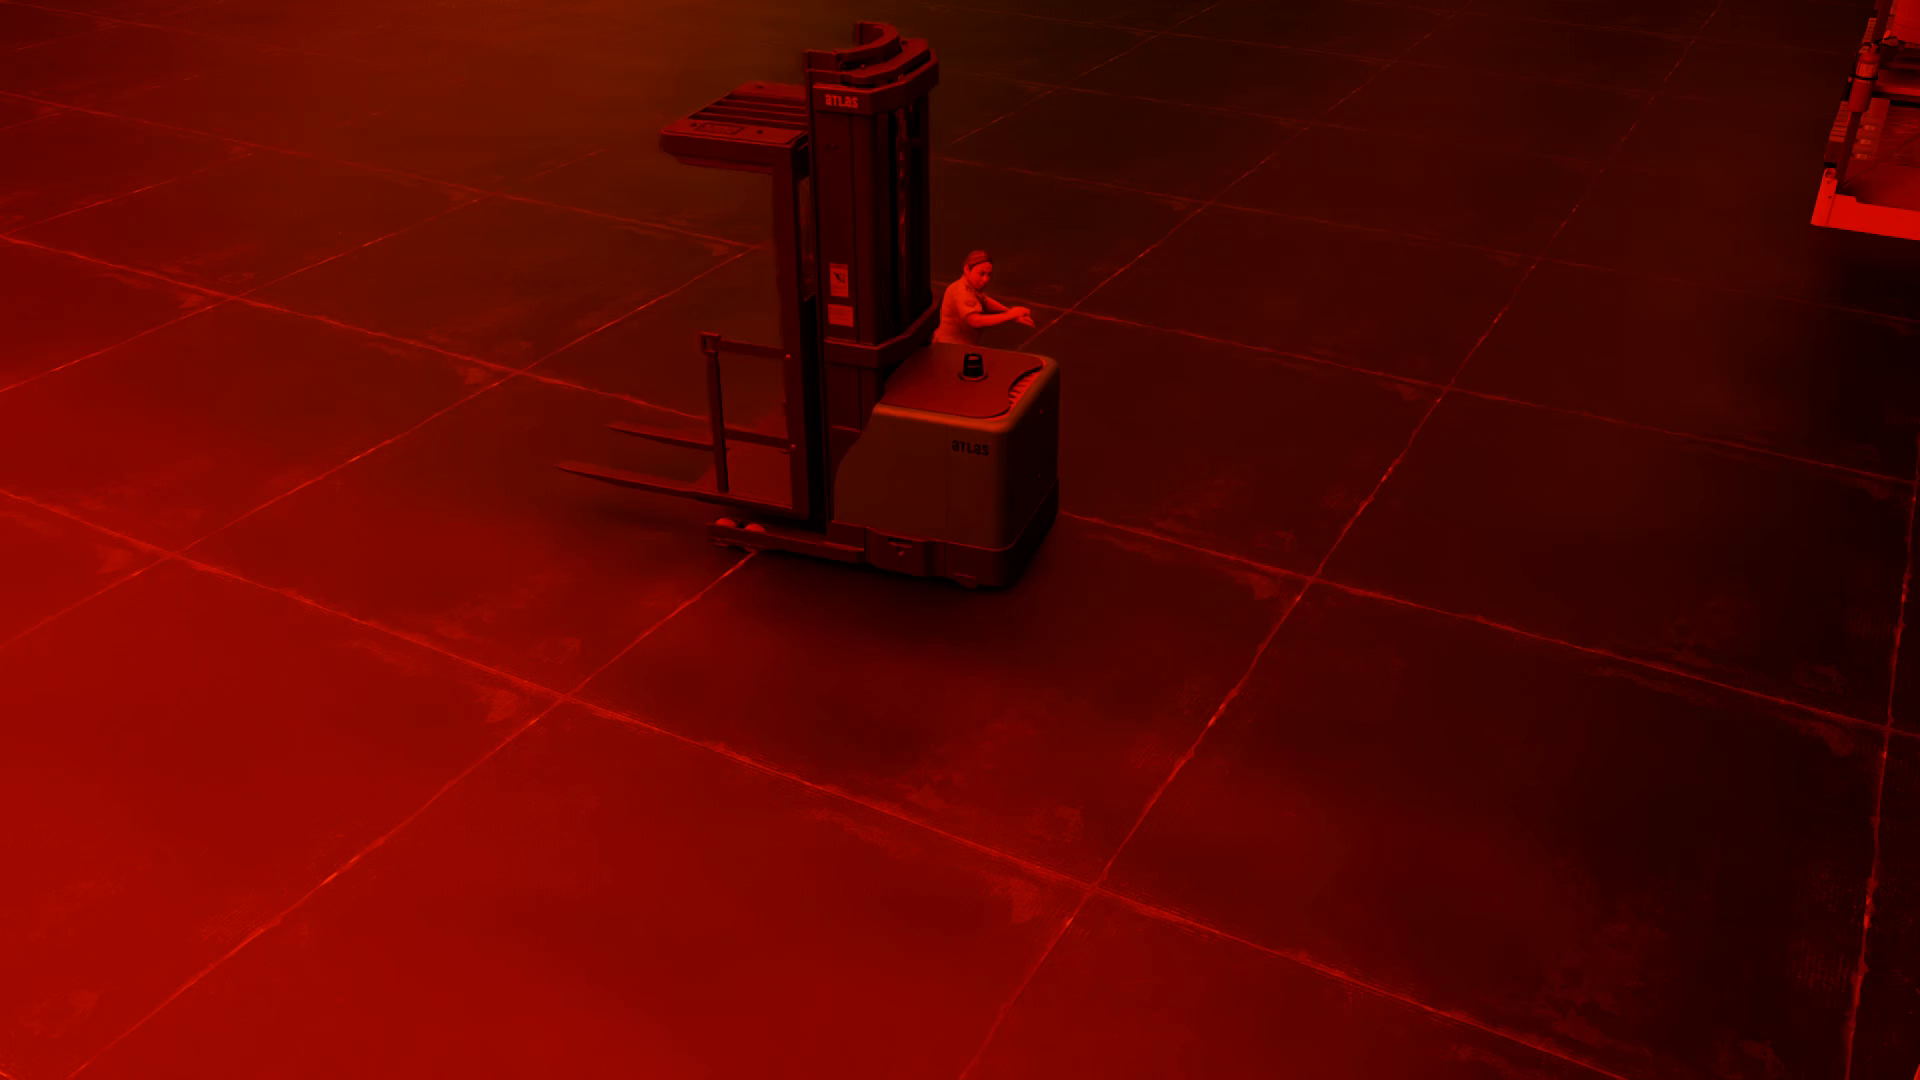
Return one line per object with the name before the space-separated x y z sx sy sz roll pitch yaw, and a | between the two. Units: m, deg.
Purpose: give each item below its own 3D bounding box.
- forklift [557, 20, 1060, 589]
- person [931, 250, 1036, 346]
forklift | -0.974 -1.432 9.552 3.031 2.935 1.130 10 32 17
person | 0.188 -1.188 10.687 0.923 1.390 0.730 -13 32 -21
